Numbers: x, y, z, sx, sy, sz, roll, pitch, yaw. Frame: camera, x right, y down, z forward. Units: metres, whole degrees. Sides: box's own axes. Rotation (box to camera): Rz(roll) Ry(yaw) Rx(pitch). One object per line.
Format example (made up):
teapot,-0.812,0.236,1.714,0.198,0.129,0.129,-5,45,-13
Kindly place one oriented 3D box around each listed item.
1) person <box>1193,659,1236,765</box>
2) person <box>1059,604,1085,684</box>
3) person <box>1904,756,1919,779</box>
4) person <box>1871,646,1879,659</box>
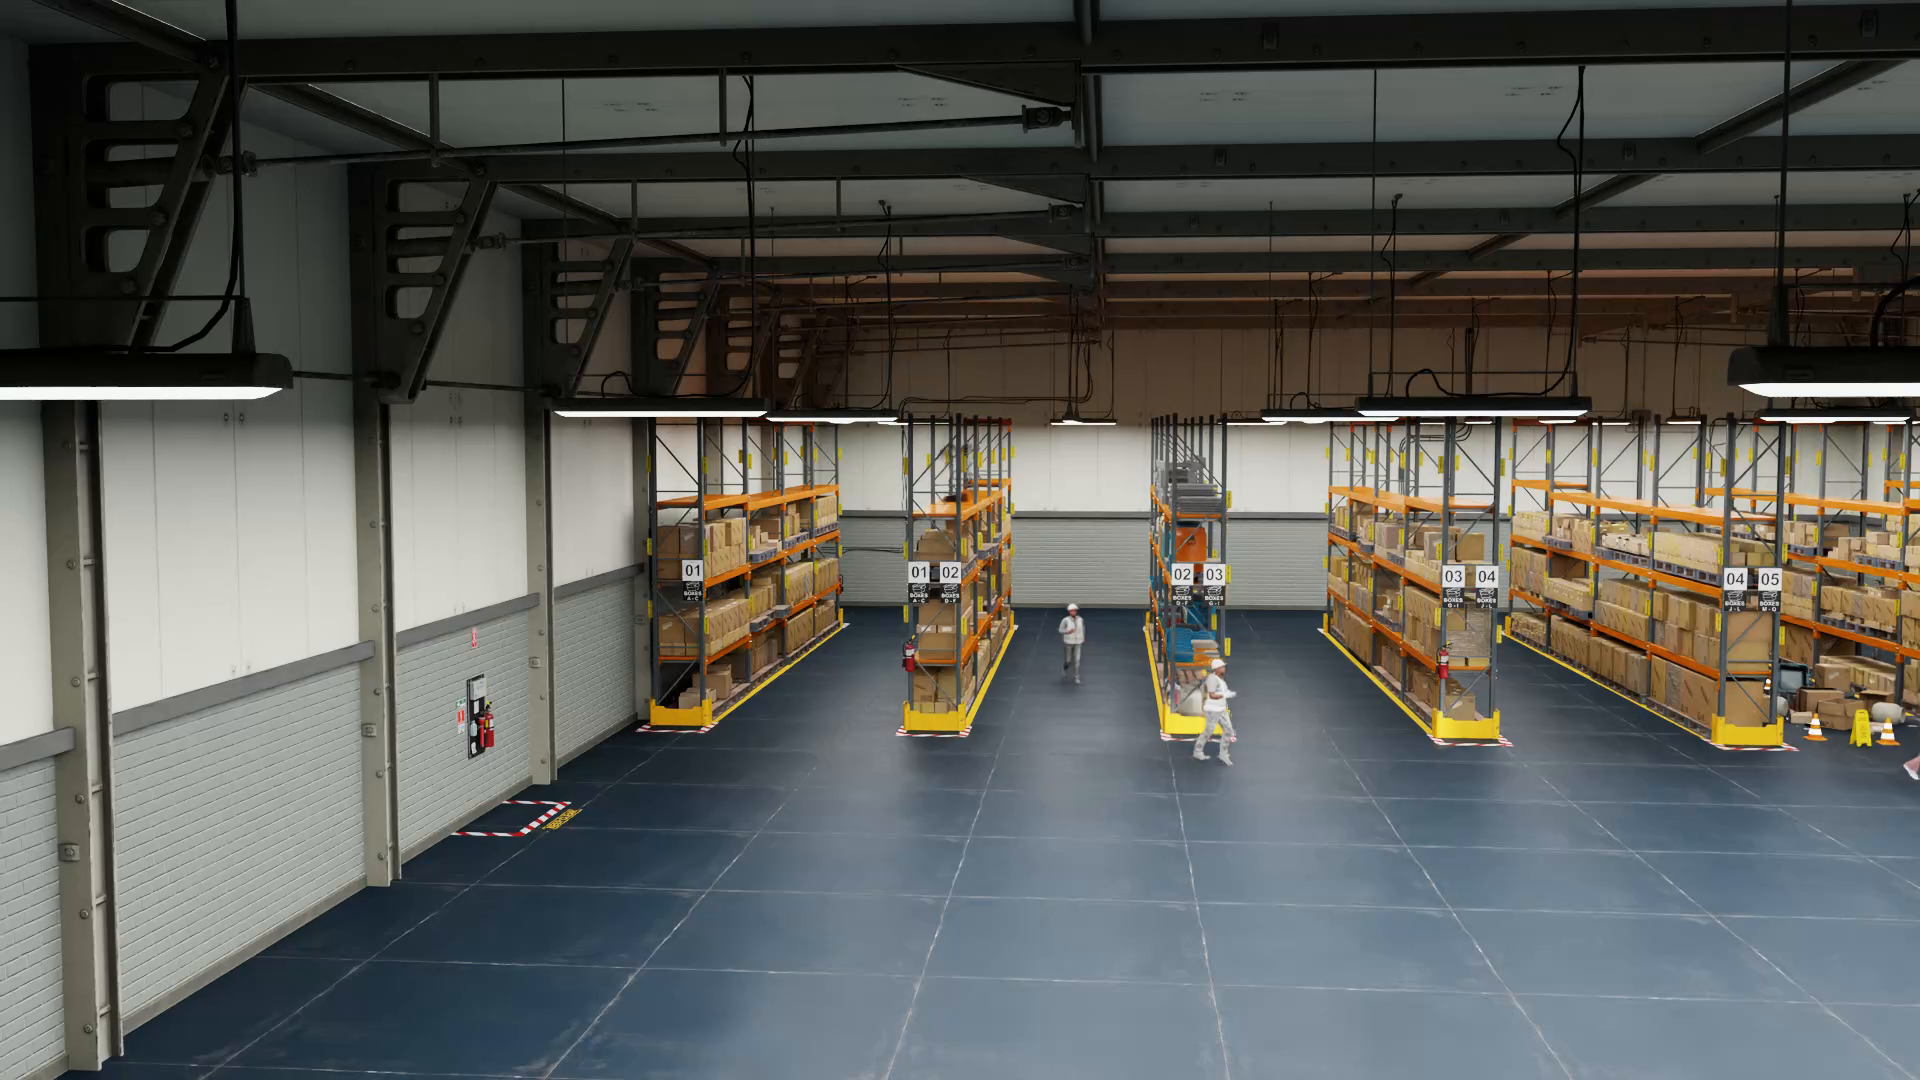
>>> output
person,4.338,2.943,28.285,0.770,1.851,0.643,2,4,28
person,2.525,2.308,37.368,0.675,1.760,0.907,-1,4,-13
person,15.628,3.159,26.511,1.004,1.624,0.613,3,5,41
person,22.516,2.154,40.469,0.619,1.725,0.930,-1,4,-8
